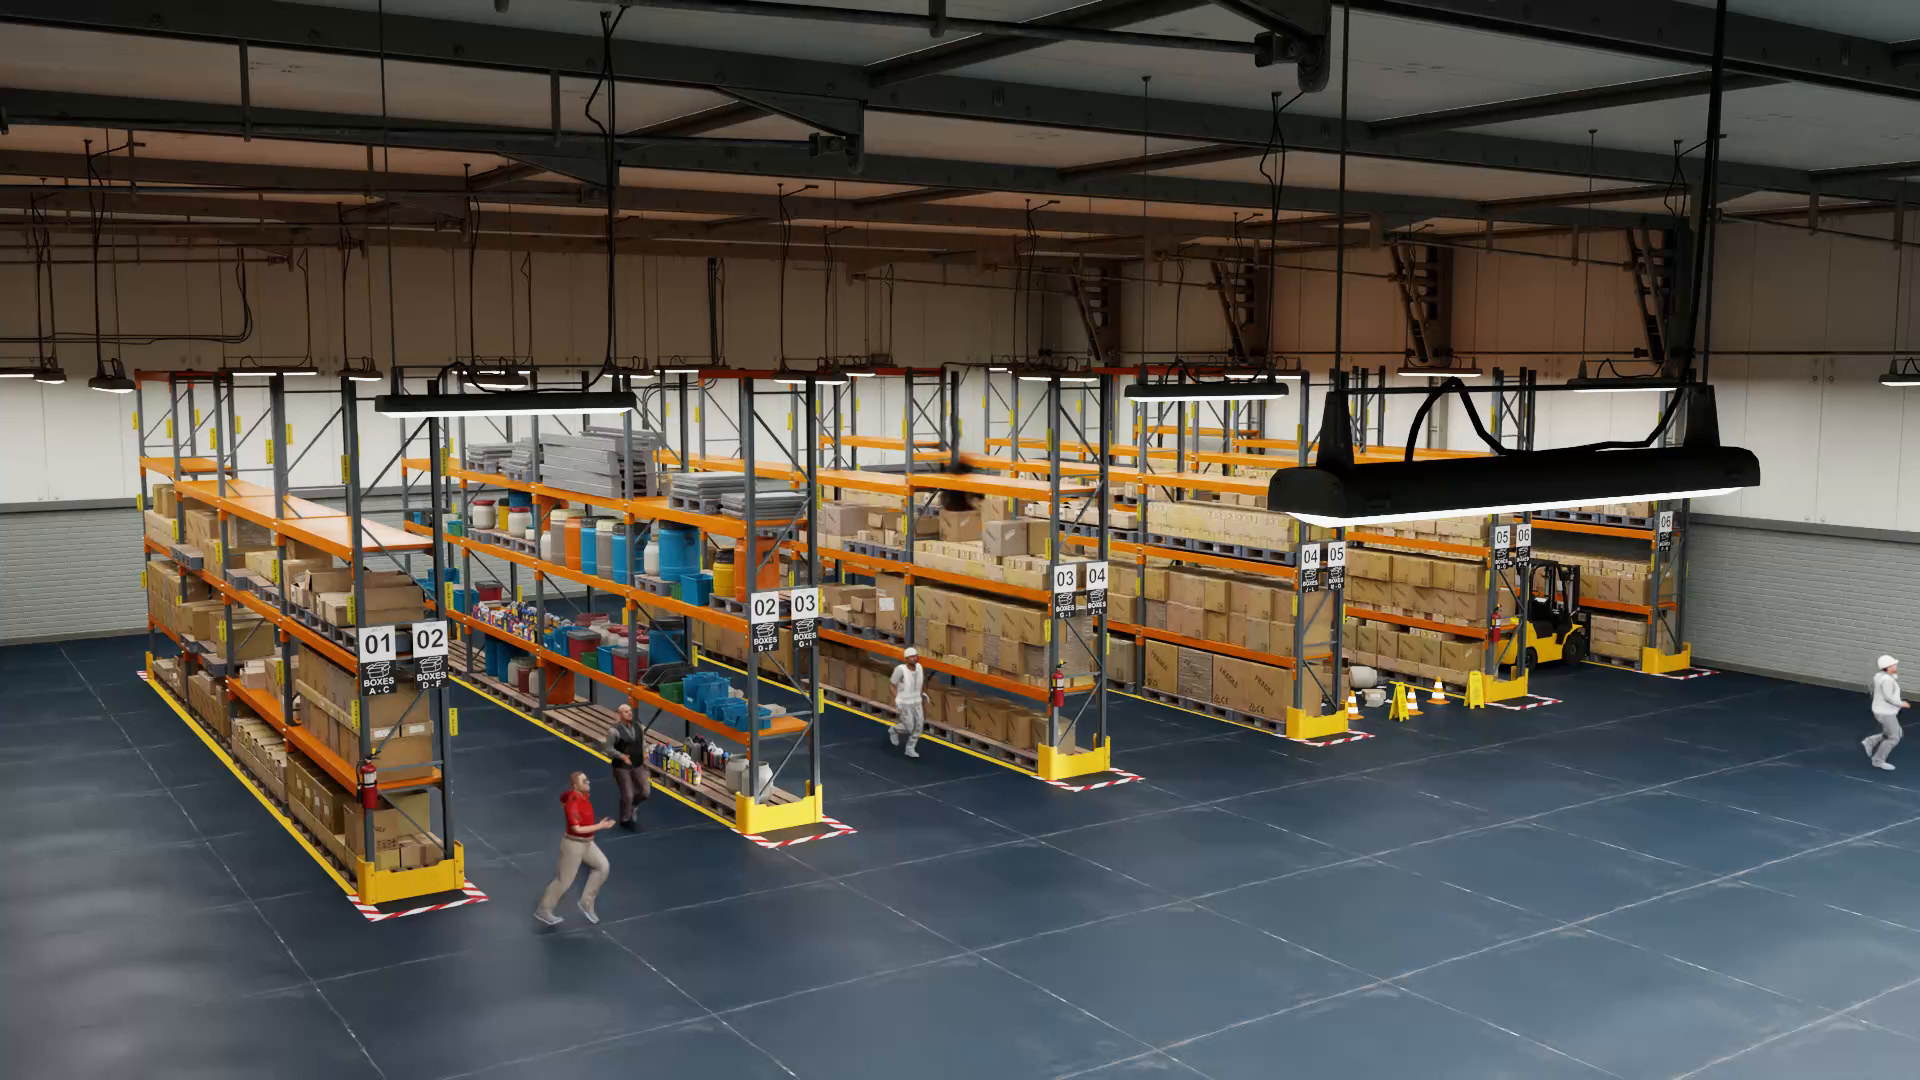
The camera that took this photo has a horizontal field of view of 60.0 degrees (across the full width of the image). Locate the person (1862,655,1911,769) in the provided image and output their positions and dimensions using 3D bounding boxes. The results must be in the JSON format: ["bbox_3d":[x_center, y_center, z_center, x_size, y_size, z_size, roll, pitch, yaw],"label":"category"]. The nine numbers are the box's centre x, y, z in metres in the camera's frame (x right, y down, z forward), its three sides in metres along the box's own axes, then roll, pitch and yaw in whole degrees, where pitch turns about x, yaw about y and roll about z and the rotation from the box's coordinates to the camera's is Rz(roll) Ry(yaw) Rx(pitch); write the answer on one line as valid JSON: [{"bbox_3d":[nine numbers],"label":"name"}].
[{"bbox_3d":[14.126,2.617,25.339,0.591,1.736,0.696,2,7,18],"label":"person"}]

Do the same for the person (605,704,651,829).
[{"bbox_3d":[-4.361,3.007,22.029,0.635,1.676,0.564,-6,9,-42],"label":"person"}]

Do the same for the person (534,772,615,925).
[{"bbox_3d":[-4.241,3.414,18.398,0.900,1.758,0.674,0,6,2],"label":"person"}]

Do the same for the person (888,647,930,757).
[{"bbox_3d":[-0.824,2.527,26.087,0.668,1.728,0.639,-5,8,-37],"label":"person"}]
